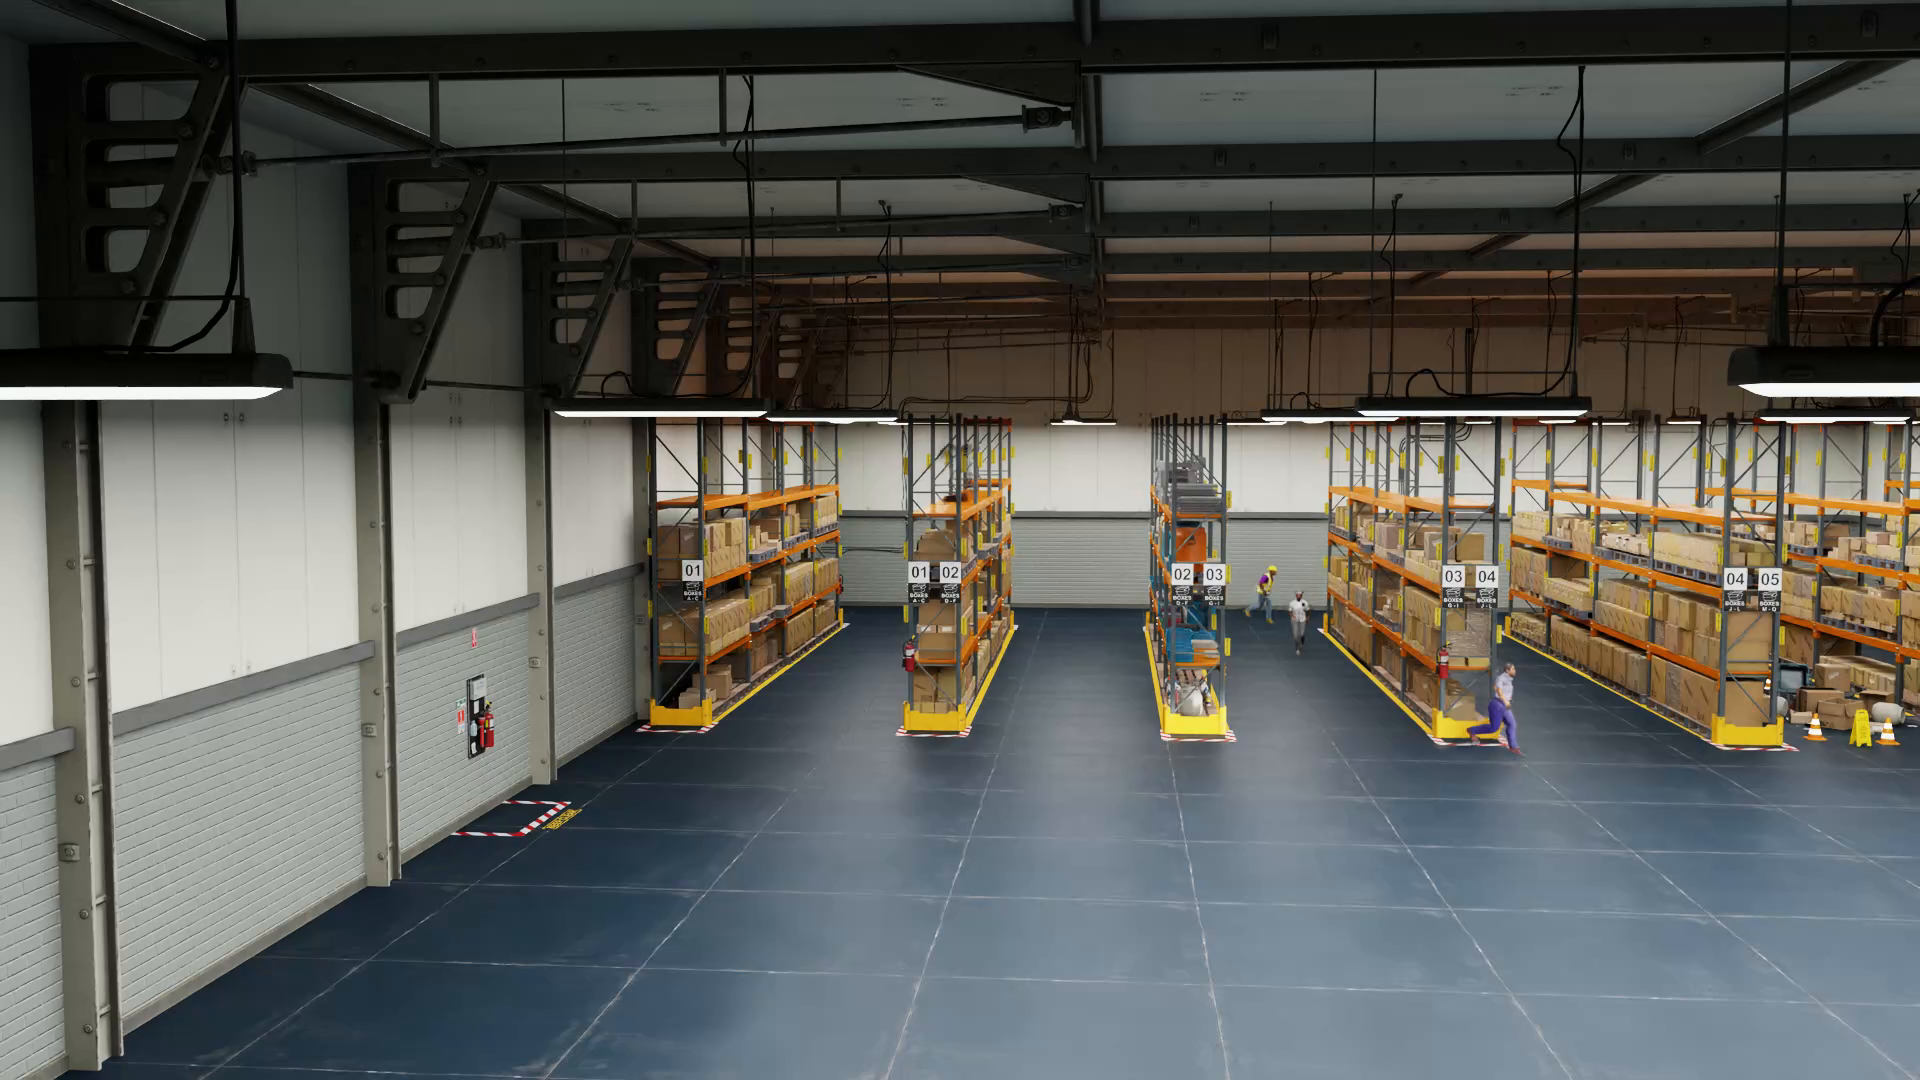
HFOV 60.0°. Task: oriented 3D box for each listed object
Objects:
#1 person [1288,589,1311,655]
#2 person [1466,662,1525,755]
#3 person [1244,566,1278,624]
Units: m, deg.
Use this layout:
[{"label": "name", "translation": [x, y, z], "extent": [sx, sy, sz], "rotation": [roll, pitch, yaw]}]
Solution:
[{"label": "person", "translation": [8.575, 2.075, 42.031], "extent": [0.570, 1.656, 0.529], "rotation": [1, 4, 13]}, {"label": "person", "translation": [9.455, 2.965, 29.304], "extent": [0.995, 1.650, 0.605], "rotation": [2, 4, 27]}, {"label": "person", "translation": [8.884, 1.601, 49.032], "extent": [1.019, 1.712, 0.719], "rotation": [2, 4, 28]}]
